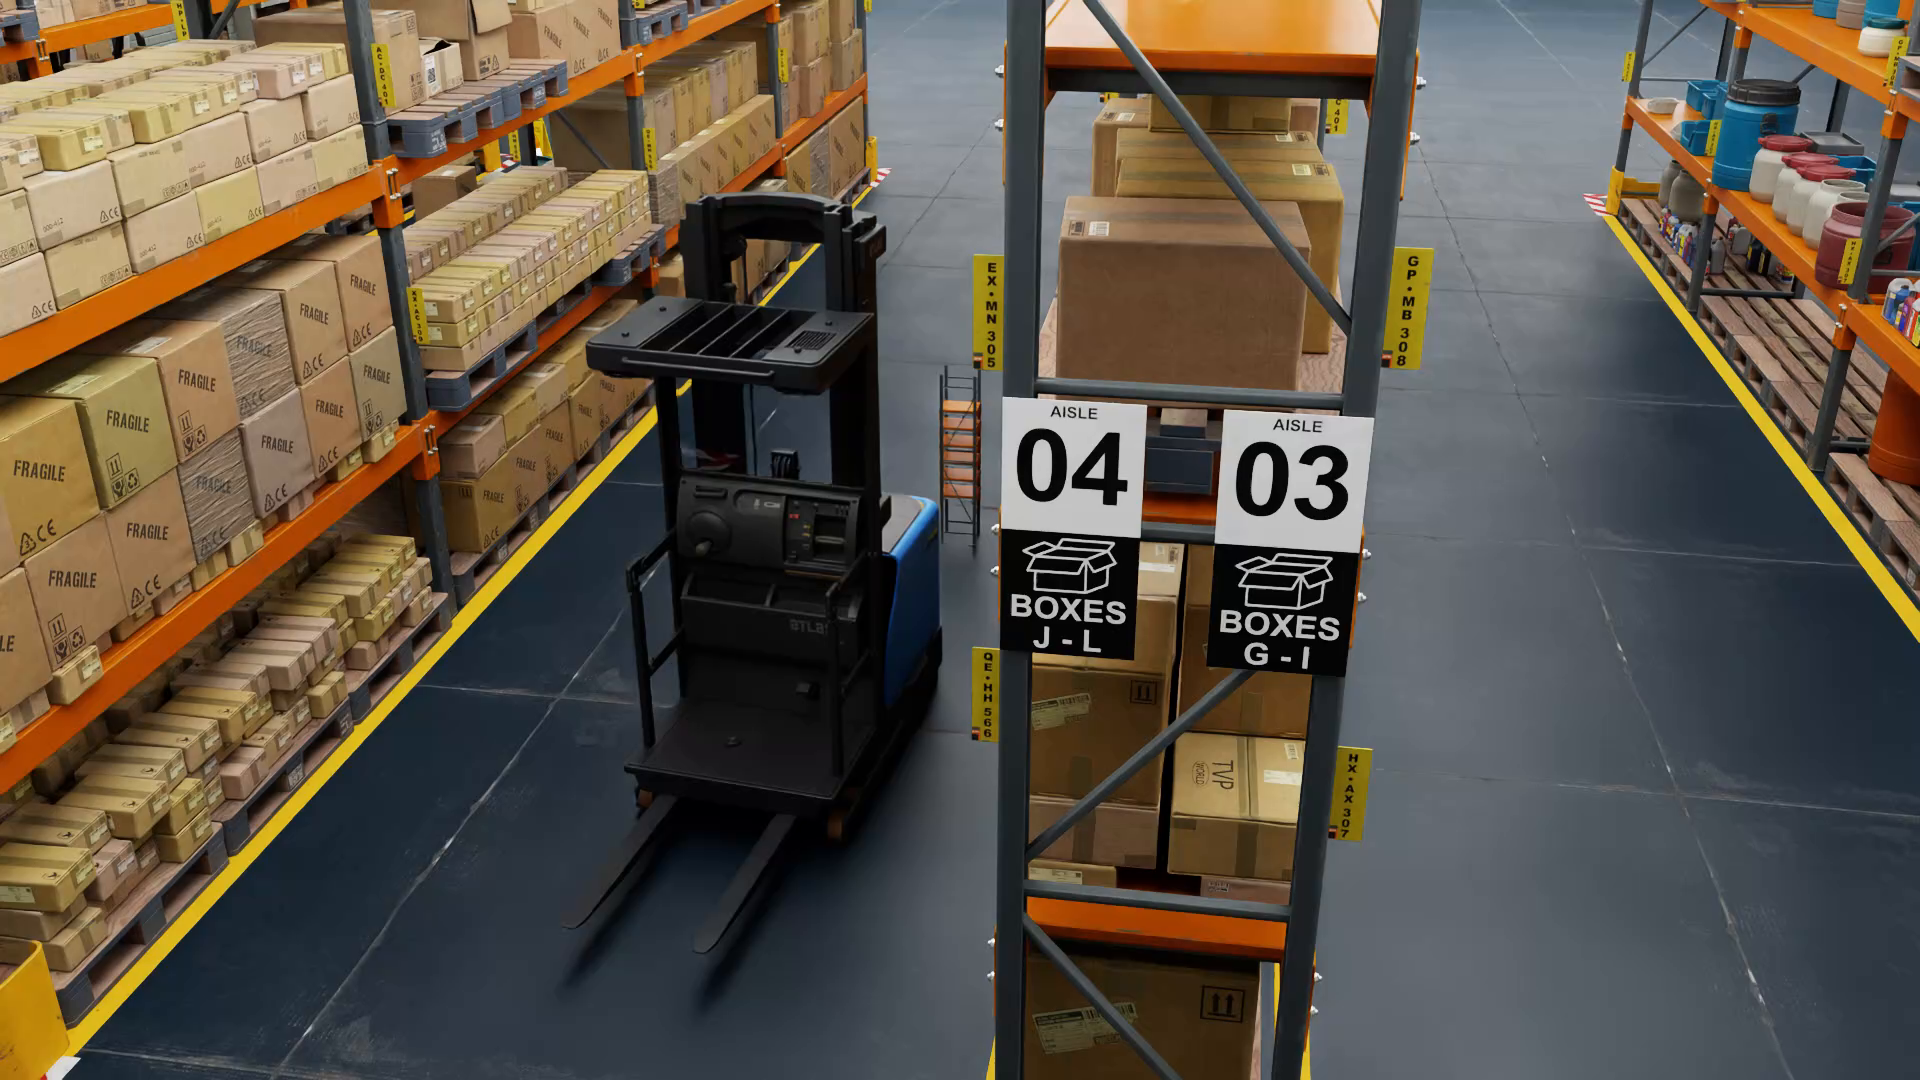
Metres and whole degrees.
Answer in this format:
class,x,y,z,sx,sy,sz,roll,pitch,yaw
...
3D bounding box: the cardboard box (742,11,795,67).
class,x,y,z,sx,sy,sz,roll,pitch,yaw
cardboard box,-2.227,-5.204,17.379,0.875,0.550,0.550,4,25,9

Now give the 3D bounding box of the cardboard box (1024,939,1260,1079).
class,x,y,z,sx,sy,sz,roll,pitch,yaw
cardboard box,0.645,1.647,6.205,0.875,0.875,0.875,4,25,9

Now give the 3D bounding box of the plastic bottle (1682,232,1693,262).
class,x,y,z,sx,sy,sz,roll,pitch,yaw
plastic bottle,7.304,-2.938,16.673,0.061,0.283,0.133,6,26,12

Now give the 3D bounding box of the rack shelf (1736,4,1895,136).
class,x,y,z,sx,sy,sz,roll,pitch,yaw
rack shelf,7.140,-3.724,12.979,1.077,0.370,4.000,4,25,9

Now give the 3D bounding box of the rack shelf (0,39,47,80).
class,x,y,z,sx,sy,sz,roll,pitch,yaw
rack shelf,-8.177,-3.081,11.604,1.077,0.370,4.000,4,25,9

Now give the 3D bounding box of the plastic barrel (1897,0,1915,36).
class,x,y,z,sx,sy,sz,roll,pitch,yaw
plastic barrel,7.268,-4.010,12.234,0.600,0.830,0.708,4,25,9

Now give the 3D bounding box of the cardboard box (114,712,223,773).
class,x,y,z,sx,sy,sz,roll,pitch,yaw
cardboard box,-3.730,0.953,7.842,0.380,0.149,0.250,5,26,11

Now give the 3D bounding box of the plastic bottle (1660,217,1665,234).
class,x,y,z,sx,sy,sz,roll,pitch,yaw
plastic bottle,7.500,-3.353,17.657,0.097,0.201,0.097,0,25,0

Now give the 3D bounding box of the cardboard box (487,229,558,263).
class,x,y,z,sx,sy,sz,roll,pitch,yaw
cardboard box,-2.876,-1.931,10.936,0.380,0.149,0.250,5,26,10

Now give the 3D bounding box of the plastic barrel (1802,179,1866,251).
class,x,y,z,sx,sy,sz,roll,pitch,yaw
plastic barrel,6.839,-2.527,12.978,0.421,0.512,0.421,0,25,0

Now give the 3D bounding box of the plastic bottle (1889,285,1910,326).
class,x,y,z,sx,sy,sz,roll,pitch,yaw
plastic bottle,6.377,-1.592,11.264,0.097,0.271,0.097,0,25,0

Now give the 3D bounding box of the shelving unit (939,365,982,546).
class,x,y,z,sx,sy,sz,roll,pitch,yaw
shelving unit,0.002,-0.549,11.009,0.258,1.200,0.189,4,25,9

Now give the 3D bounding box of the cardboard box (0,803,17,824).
class,x,y,z,sx,sy,sz,roll,pitch,yaw
cardboard box,-4.324,1.253,7.200,0.380,0.149,0.250,5,25,10

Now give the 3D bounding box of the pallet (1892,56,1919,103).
class,x,y,z,sx,sy,sz,roll,pitch,yaw
pallet,6.591,-2.815,10.410,1.003,0.211,1.213,4,25,9

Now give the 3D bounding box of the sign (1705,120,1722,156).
class,x,y,z,sx,sy,sz,roll,pitch,yaw
sign,6.926,-3.696,15.282,0.100,0.325,0.005,4,25,9

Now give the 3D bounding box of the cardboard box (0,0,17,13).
class,x,y,z,sx,sy,sz,roll,pitch,yaw
cardboard box,-7.763,-4.312,12.769,0.797,0.503,0.637,2,25,5

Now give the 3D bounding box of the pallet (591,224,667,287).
class,x,y,z,sx,sy,sz,roll,pitch,yaw
pallet,-2.962,-2.192,12.621,1.213,0.211,1.003,4,25,9

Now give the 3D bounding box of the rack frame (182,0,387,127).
class,x,y,z,sx,sy,sz,roll,pitch,yaw
rack frame,-3.604,-3.628,8.387,1.000,3.000,0.127,4,25,9

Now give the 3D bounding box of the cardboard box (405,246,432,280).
class,x,y,z,sx,sy,sz,roll,pitch,yaw
cardboard box,-3.601,-1.769,10.589,0.380,0.149,0.250,4,25,8

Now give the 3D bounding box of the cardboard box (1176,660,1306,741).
class,x,y,z,sx,sy,sz,roll,pitch,yaw
cardboard box,1.042,0.681,6.083,0.500,0.250,0.500,4,25,8

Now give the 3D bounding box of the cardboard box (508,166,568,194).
class,x,y,z,sx,sy,sz,roll,pitch,yaw
cardboard box,-3.218,-2.748,12.682,0.380,0.149,0.250,4,25,9

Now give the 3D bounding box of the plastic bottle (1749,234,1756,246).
class,x,y,z,sx,sy,sz,roll,pitch,yaw
plastic bottle,8.108,-3.093,16.926,0.144,0.351,0.185,4,25,8

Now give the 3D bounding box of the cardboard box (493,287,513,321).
class,x,y,z,sx,sy,sz,roll,pitch,yaw
cardboard box,-3.004,-1.472,10.306,0.380,0.149,0.250,5,25,10

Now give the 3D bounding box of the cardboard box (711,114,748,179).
class,x,y,z,sx,sy,sz,roll,pitch,yaw
cardboard box,-2.283,-3.643,15.376,0.500,0.500,0.500,4,25,9

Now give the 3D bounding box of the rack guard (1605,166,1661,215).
class,x,y,z,sx,sy,sz,roll,pitch,yaw
rack guard,8.154,-4.034,19.278,1.175,0.500,0.348,4,25,9

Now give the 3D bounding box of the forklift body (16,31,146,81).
class,x,y,z,sx,sy,sz,roll,pitch,yaw
forklift body,-9.951,-5.269,19.970,2.313,2.155,1.214,4,25,9

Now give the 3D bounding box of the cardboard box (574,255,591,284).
class,x,y,z,sx,sy,sz,roll,pitch,yaw
cardboard box,-2.792,-1.886,11.543,0.380,0.149,0.250,5,26,10

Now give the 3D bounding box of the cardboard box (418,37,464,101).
class,x,y,z,sx,sy,sz,roll,pitch,yaw
cardboard box,-3.253,-2.773,9.708,0.500,0.311,0.500,4,25,8

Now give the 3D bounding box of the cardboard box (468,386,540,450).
class,x,y,z,sx,sy,sz,roll,pitch,yaw
cardboard box,-3.138,-0.823,11.038,0.500,0.250,0.500,5,25,10

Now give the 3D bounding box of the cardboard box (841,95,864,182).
class,x,y,z,sx,sy,sz,roll,pitch,yaw
cardboard box,-1.689,-4.870,20.126,0.875,0.875,0.875,4,25,9

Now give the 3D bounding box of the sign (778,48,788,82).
class,x,y,z,sx,sy,sz,roll,pitch,yaw
sign,-1.760,-4.712,16.506,0.100,0.325,0.005,4,25,9

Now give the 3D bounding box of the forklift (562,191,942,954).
class,x,y,z,sx,sy,sz,roll,pitch,yaw
forklift,-0.990,-0.040,7.879,1.130,2.935,3.031,7,26,14

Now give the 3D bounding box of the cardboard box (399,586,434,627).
class,x,y,z,sx,sy,sz,roll,pitch,yaw
cardboard box,-3.332,0.377,9.773,0.380,0.149,0.250,4,25,9

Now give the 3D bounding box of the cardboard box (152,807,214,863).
class,x,y,z,sx,sy,sz,roll,pitch,yaw
cardboard box,-3.711,1.347,7.702,0.380,0.149,0.250,4,25,9

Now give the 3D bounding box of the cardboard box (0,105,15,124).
class,x,y,z,sx,sy,sz,roll,pitch,yaw
cardboard box,-4.220,-1.737,7.002,0.380,0.149,0.250,3,25,7

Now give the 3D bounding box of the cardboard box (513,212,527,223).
class,x,y,z,sx,sy,sz,roll,pitch,yaw
cardboard box,-3.351,-2.276,12.024,0.380,0.149,0.250,4,25,9

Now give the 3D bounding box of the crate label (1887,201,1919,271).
class,x,y,z,sx,sy,sz,roll,pitch,yaw
crate label,7.242,-2.268,12.515,0.502,0.435,0.616,4,25,9

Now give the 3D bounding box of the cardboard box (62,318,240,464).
class,x,y,z,sx,sy,sz,roll,pitch,yaw
cardboard box,-3.660,-0.681,7.519,0.500,0.500,0.500,3,25,7

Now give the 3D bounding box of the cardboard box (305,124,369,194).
class,x,y,z,sx,sy,sz,roll,pitch,yaw
cardboard box,-3.418,-1.978,8.576,0.500,0.250,0.500,5,25,10

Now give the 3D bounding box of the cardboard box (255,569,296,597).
class,x,y,z,sx,sy,sz,roll,pitch,yaw
cardboard box,-3.961,0.270,9.300,0.380,0.149,0.250,4,25,8

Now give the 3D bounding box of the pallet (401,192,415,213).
class,x,y,z,sx,sy,sz,roll,pitch,yaw
pallet,-6.925,-4.090,19.739,1.003,0.211,1.213,4,25,9

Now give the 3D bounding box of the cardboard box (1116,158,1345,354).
class,x,y,z,sx,sy,sz,roll,pitch,yaw
cardboard box,0.862,-0.940,5.450,0.700,0.500,0.500,3,25,7

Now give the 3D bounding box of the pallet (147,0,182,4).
class,x,y,z,sx,sy,sz,roll,pitch,yaw
pallet,-7.569,-5.146,15.390,1.213,0.211,1.003,4,25,9

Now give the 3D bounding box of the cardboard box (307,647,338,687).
class,x,y,z,sx,sy,sz,roll,pitch,yaw
cardboard box,-3.560,0.642,8.856,0.380,0.149,0.250,5,25,10

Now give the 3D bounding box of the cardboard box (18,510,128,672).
class,x,y,z,sx,sy,sz,roll,pitch,yaw
cardboard box,-3.850,0.188,6.842,0.500,0.500,0.500,4,25,9

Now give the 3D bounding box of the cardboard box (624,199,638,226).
class,x,y,z,sx,sy,sz,roll,pitch,yaw
cardboard box,-2.624,-2.445,12.386,0.380,0.149,0.250,5,26,10

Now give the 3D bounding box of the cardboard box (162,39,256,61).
class,x,y,z,sx,sy,sz,roll,pitch,yaw
cardboard box,-3.891,-2.504,8.640,0.380,0.149,0.250,4,25,8

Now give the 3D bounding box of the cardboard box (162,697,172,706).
class,x,y,z,sx,sy,sz,roll,pitch,yaw
cardboard box,-4.220,0.830,8.456,0.380,0.149,0.250,4,25,9

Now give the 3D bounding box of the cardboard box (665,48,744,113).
class,x,y,z,sx,sy,sz,roll,pitch,yaw
cardboard box,-2.454,-4.332,15.669,0.700,0.500,0.500,4,25,8

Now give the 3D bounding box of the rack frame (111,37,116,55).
class,x,y,z,sx,sy,sz,roll,pitch,yaw
rack frame,-11.440,-6.573,21.754,1.000,3.000,0.127,4,25,9

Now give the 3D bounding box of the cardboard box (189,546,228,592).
class,x,y,z,sx,sy,sz,roll,pitch,yaw
cardboard box,-3.677,0.107,7.780,0.380,0.149,0.250,5,26,10

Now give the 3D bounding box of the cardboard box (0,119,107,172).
class,x,y,z,sx,sy,sz,roll,pitch,yaw
cardboard box,-3.689,-1.590,6.687,0.380,0.149,0.250,5,26,10

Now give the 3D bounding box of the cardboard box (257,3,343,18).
class,x,y,z,sx,sy,sz,roll,pitch,yaw
cardboard box,-6.911,-5.360,17.514,0.700,0.500,0.500,4,25,8

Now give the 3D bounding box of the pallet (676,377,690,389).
class,x,y,z,sx,sy,sz,roll,pitch,yaw
pallet,-2.747,-1.646,14.517,1.003,0.211,1.213,4,25,9
